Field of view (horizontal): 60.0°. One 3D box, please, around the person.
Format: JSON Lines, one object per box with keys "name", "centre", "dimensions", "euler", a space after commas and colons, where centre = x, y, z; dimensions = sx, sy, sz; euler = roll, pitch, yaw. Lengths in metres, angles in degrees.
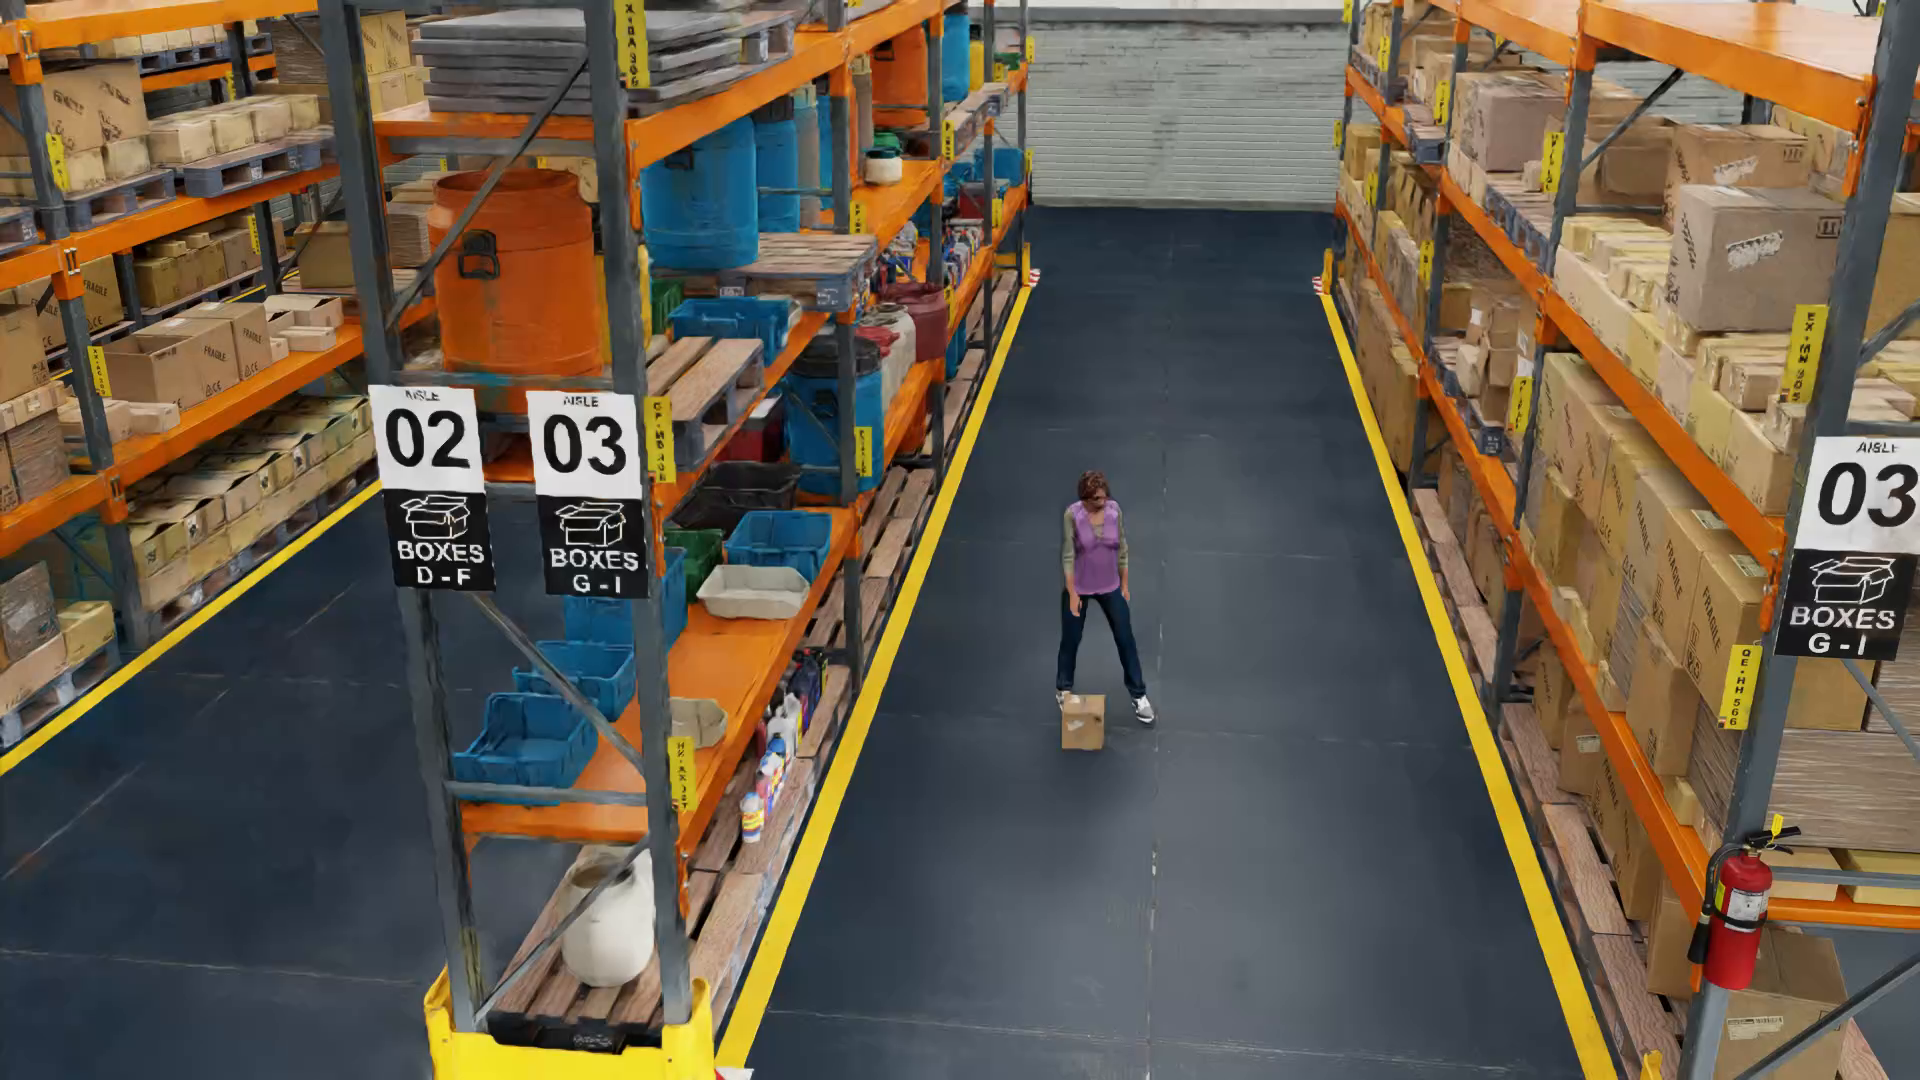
{"name": "person", "centre": [0.905, 0.326, 10.245], "dimensions": [0.565, 1.588, 0.502], "euler": [-3, 22, -8]}
